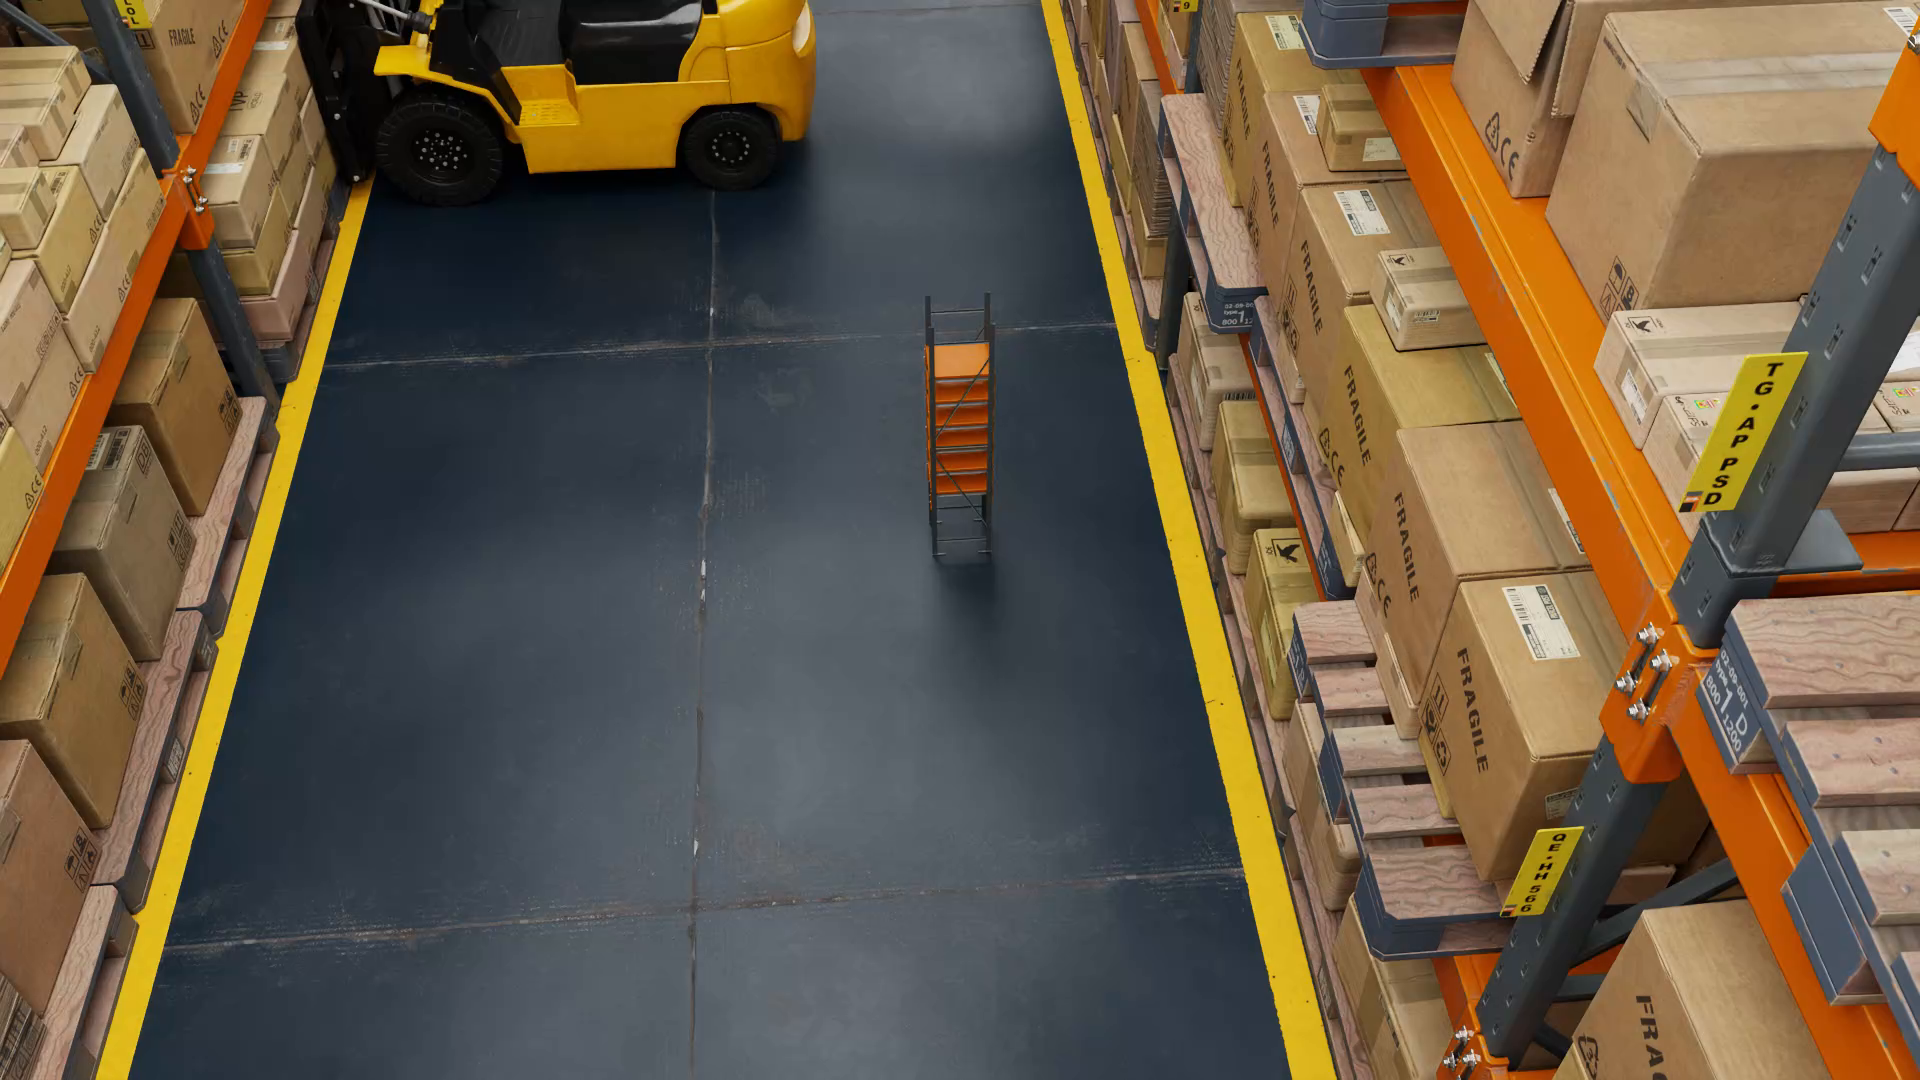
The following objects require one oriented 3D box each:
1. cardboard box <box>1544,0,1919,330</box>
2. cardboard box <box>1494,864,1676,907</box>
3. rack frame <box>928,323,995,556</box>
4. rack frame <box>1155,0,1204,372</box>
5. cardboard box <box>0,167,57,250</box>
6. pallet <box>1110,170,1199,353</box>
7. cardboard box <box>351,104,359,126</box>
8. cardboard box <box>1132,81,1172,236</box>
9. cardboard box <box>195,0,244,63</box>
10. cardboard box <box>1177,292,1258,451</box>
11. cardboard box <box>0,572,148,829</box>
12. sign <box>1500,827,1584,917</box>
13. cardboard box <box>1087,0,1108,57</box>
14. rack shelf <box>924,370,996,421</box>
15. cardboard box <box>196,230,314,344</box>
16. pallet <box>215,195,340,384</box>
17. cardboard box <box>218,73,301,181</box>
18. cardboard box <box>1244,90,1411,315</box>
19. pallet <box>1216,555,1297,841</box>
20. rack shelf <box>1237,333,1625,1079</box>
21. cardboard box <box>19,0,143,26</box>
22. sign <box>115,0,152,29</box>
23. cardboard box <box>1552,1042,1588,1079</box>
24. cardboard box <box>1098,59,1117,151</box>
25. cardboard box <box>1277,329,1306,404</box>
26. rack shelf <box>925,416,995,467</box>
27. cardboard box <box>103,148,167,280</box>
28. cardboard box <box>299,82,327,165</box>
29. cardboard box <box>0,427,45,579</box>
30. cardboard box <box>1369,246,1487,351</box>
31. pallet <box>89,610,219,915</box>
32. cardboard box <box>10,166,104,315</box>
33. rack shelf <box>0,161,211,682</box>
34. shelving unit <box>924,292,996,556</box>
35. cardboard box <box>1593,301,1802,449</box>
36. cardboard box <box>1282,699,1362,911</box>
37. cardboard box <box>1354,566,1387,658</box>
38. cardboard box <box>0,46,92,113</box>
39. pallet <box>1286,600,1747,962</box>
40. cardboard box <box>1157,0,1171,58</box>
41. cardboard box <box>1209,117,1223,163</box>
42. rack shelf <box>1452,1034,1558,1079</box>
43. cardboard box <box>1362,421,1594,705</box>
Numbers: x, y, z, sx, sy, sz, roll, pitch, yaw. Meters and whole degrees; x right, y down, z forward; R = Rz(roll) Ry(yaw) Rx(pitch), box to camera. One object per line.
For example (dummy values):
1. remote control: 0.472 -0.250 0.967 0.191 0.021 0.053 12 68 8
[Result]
1. cardboard box: 1.670 -0.734 3.381 0.700 0.500 0.500 -3 47 -3
2. cardboard box: 1.478 0.737 4.006 0.380 0.149 0.250 -2 47 -2
3. rack frame: 0.006 -0.357 6.398 0.240 1.200 0.006 -3 47 -3
4. rack frame: 1.405 -1.876 6.597 1.000 3.000 0.127 -3 47 -3
5. cardboard box: -3.130 -1.047 5.297 0.380 0.149 0.250 -5 47 -5
6. pallet: 1.313 -1.401 8.068 1.003 0.211 1.213 -3 47 -3
7. cardboard box: -3.391 -2.246 8.553 0.500 0.250 0.500 -2 47 -2
8. cardboard box: 1.088 -1.744 7.561 0.500 0.500 0.500 -4 47 -4
9. cardboard box: -3.378 -2.319 6.948 0.500 0.500 0.500 -3 47 -3
10. cardboard box: 1.451 -0.737 7.040 0.950 0.372 0.625 -3 47 -3
11. cardboard box: -3.364 0.583 5.615 0.875 0.625 0.625 -5 47 -5
12. sign: 1.200 0.687 3.427 0.100 0.325 0.005 -3 47 -3
13. cardboard box: 0.946 -2.868 8.625 0.500 0.500 0.500 -3 47 -3
14. rack shelf: -0.001 -0.558 6.319 0.258 0.103 0.180 -3 47 -3
15. cardboard box: -3.252 -1.141 7.505 0.500 0.250 0.500 -3 47 -3
16. pallet: -3.566 -1.191 7.869 1.003 0.211 1.213 -3 47 -3
17. cardboard box: -3.302 -1.854 7.492 0.500 0.250 0.500 -3 47 -3
18. cardboard box: 1.228 -1.080 5.280 0.500 0.500 0.500 -4 47 -4
19. pallet: 1.577 0.531 6.238 1.003 0.211 1.213 -3 47 -3
20. rack shelf: 1.572 -0.182 5.488 1.077 0.370 4.000 -3 47 -3
21. cardboard box: -3.306 -2.076 6.271 0.380 0.149 0.250 -4 47 -4
22. sign: -3.001 -1.983 5.955 0.100 0.325 0.005 -3 47 -3
23. cardboard box: 1.536 1.279 3.368 0.500 0.250 0.500 -4 47 -4
24. cardboard box: 0.995 -2.239 8.546 0.500 0.250 0.500 -3 47 -3
25. cardboard box: 1.217 -0.570 5.244 0.380 0.149 0.250 -2 47 -2
26. rack shelf: -0.001 -0.392 6.493 0.258 0.103 0.180 -3 47 -3
27. cardboard box: -3.238 -1.171 6.033 0.500 0.250 0.500 -3 47 -2
28. cardboard box: -3.349 -2.040 8.013 0.500 0.250 0.500 -4 47 -4
29. cardboard box: -3.129 -0.074 4.994 0.500 0.250 0.500 -2 47 -2
30. cardboard box: 1.321 -0.653 4.429 0.380 0.149 0.250 -6 47 -5
31. pallet: -3.335 0.803 5.981 1.003 0.211 1.213 -3 47 -3
32. cardboard box: -3.195 -0.980 5.508 0.500 0.250 0.500 -5 47 -4
33. rack shelf: -3.374 0.123 5.200 1.077 0.370 4.000 -3 47 -3
34. shelving unit: -0.001 -0.423 6.461 0.258 1.200 0.189 -3 47 -3
35. cardboard box: 1.475 -0.322 3.232 0.380 0.149 0.250 -3 47 -3
36. cardboard box: 1.632 0.834 5.551 0.950 0.372 0.625 -4 47 -4
37. cardboard box: 1.304 0.185 4.529 0.380 0.149 0.250 -5 47 -5
38. cardboard box: -3.291 -1.595 5.816 0.380 0.149 0.250 -2 47 -2
39. pallet: 1.574 0.575 4.408 1.213 0.211 1.003 -3 47 -3
40. cardboard box: 1.046 -2.184 7.062 0.380 0.149 0.250 -3 47 -2
41. cardboard box: 1.136 -1.515 6.139 0.380 0.149 0.250 -3 47 -3
42. rack shelf: 1.907 2.712 2.747 1.077 0.370 4.000 -3 47 -3
43. cardboard box: 1.370 0.052 4.209 0.500 0.500 0.500 -4 47 -4
